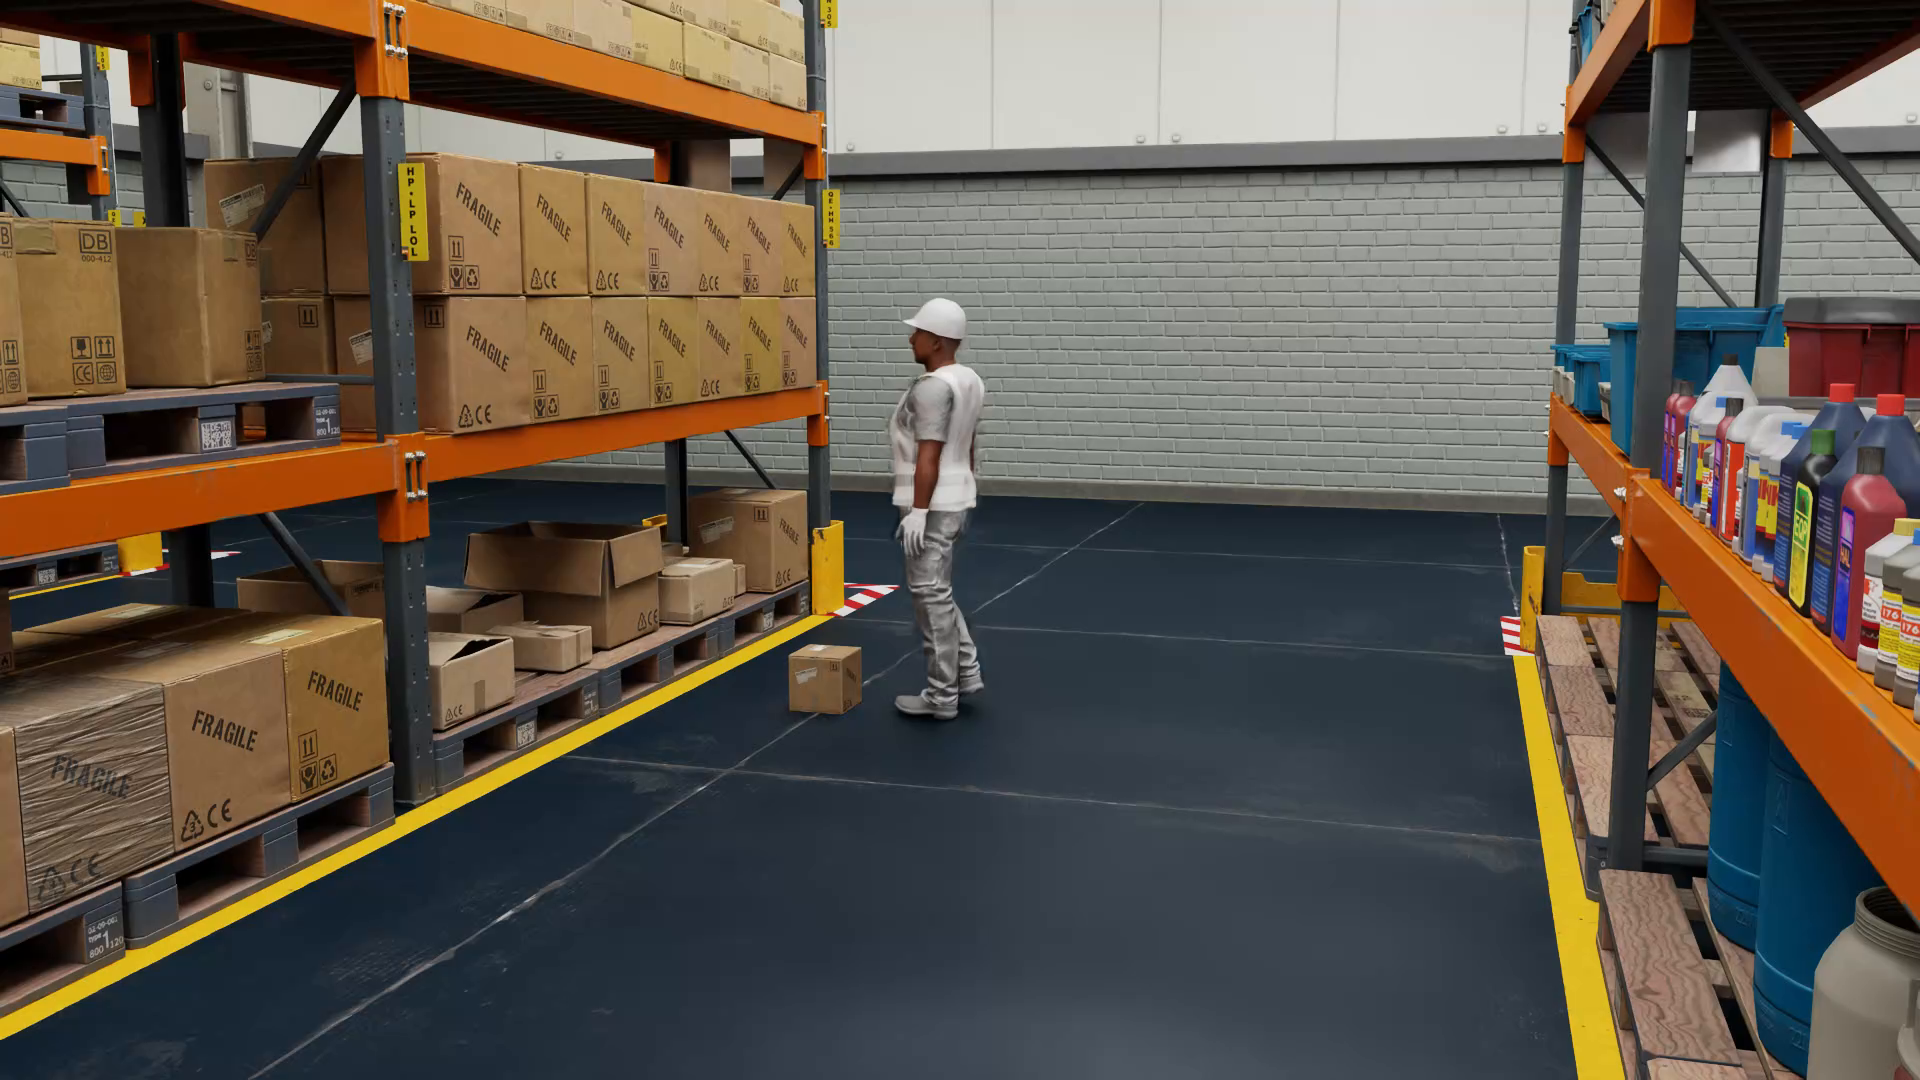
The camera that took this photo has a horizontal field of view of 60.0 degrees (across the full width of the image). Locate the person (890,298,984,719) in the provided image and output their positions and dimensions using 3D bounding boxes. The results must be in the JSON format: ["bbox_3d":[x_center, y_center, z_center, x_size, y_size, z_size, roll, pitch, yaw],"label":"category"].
[{"bbox_3d":[-0.115,-0.126,7.105,0.359,1.794,0.575,2,9,16],"label":"person"}]
